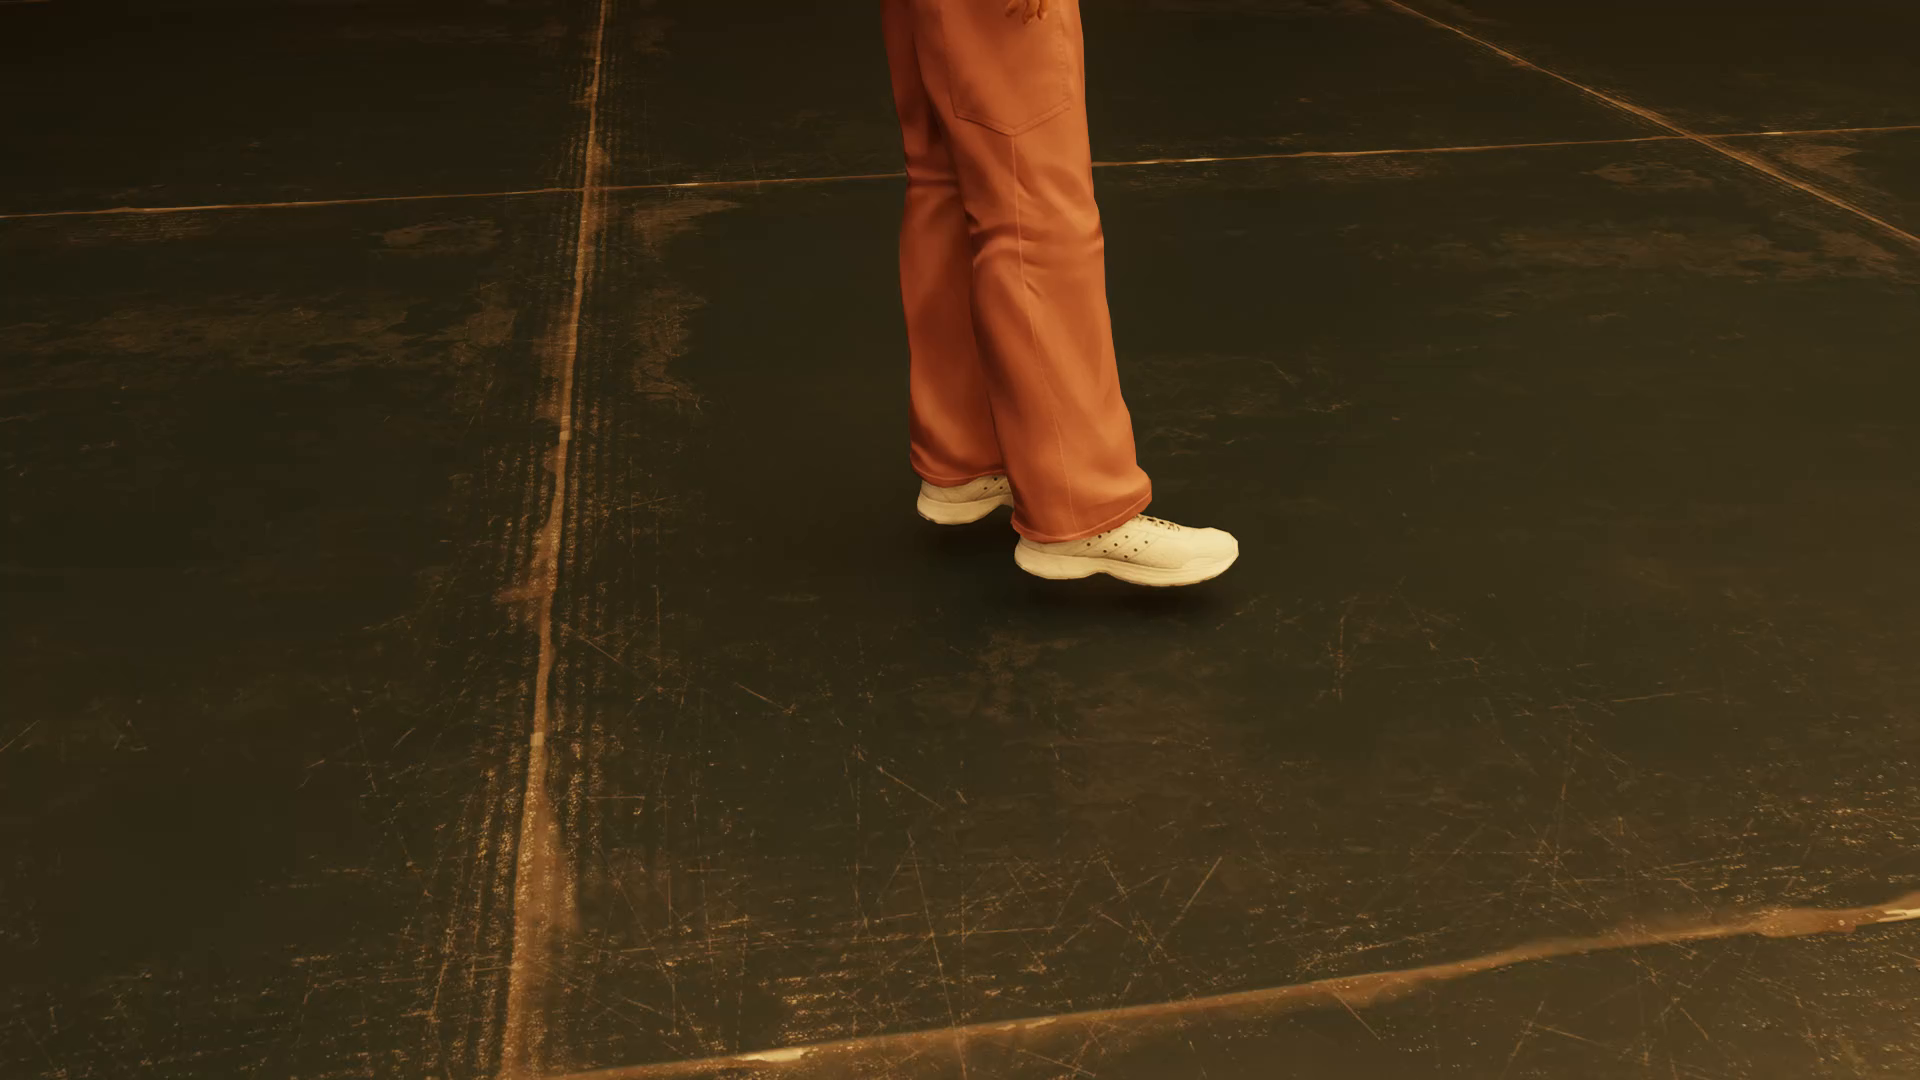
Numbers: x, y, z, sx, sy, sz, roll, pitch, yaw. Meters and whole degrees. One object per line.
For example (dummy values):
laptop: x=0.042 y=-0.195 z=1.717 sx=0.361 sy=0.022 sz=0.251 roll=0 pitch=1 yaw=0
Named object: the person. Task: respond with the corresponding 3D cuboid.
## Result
person: x=0.075 y=-0.783 z=2.087 sx=0.547 sy=1.673 sz=0.554 roll=-5 pitch=28 yaw=-9
